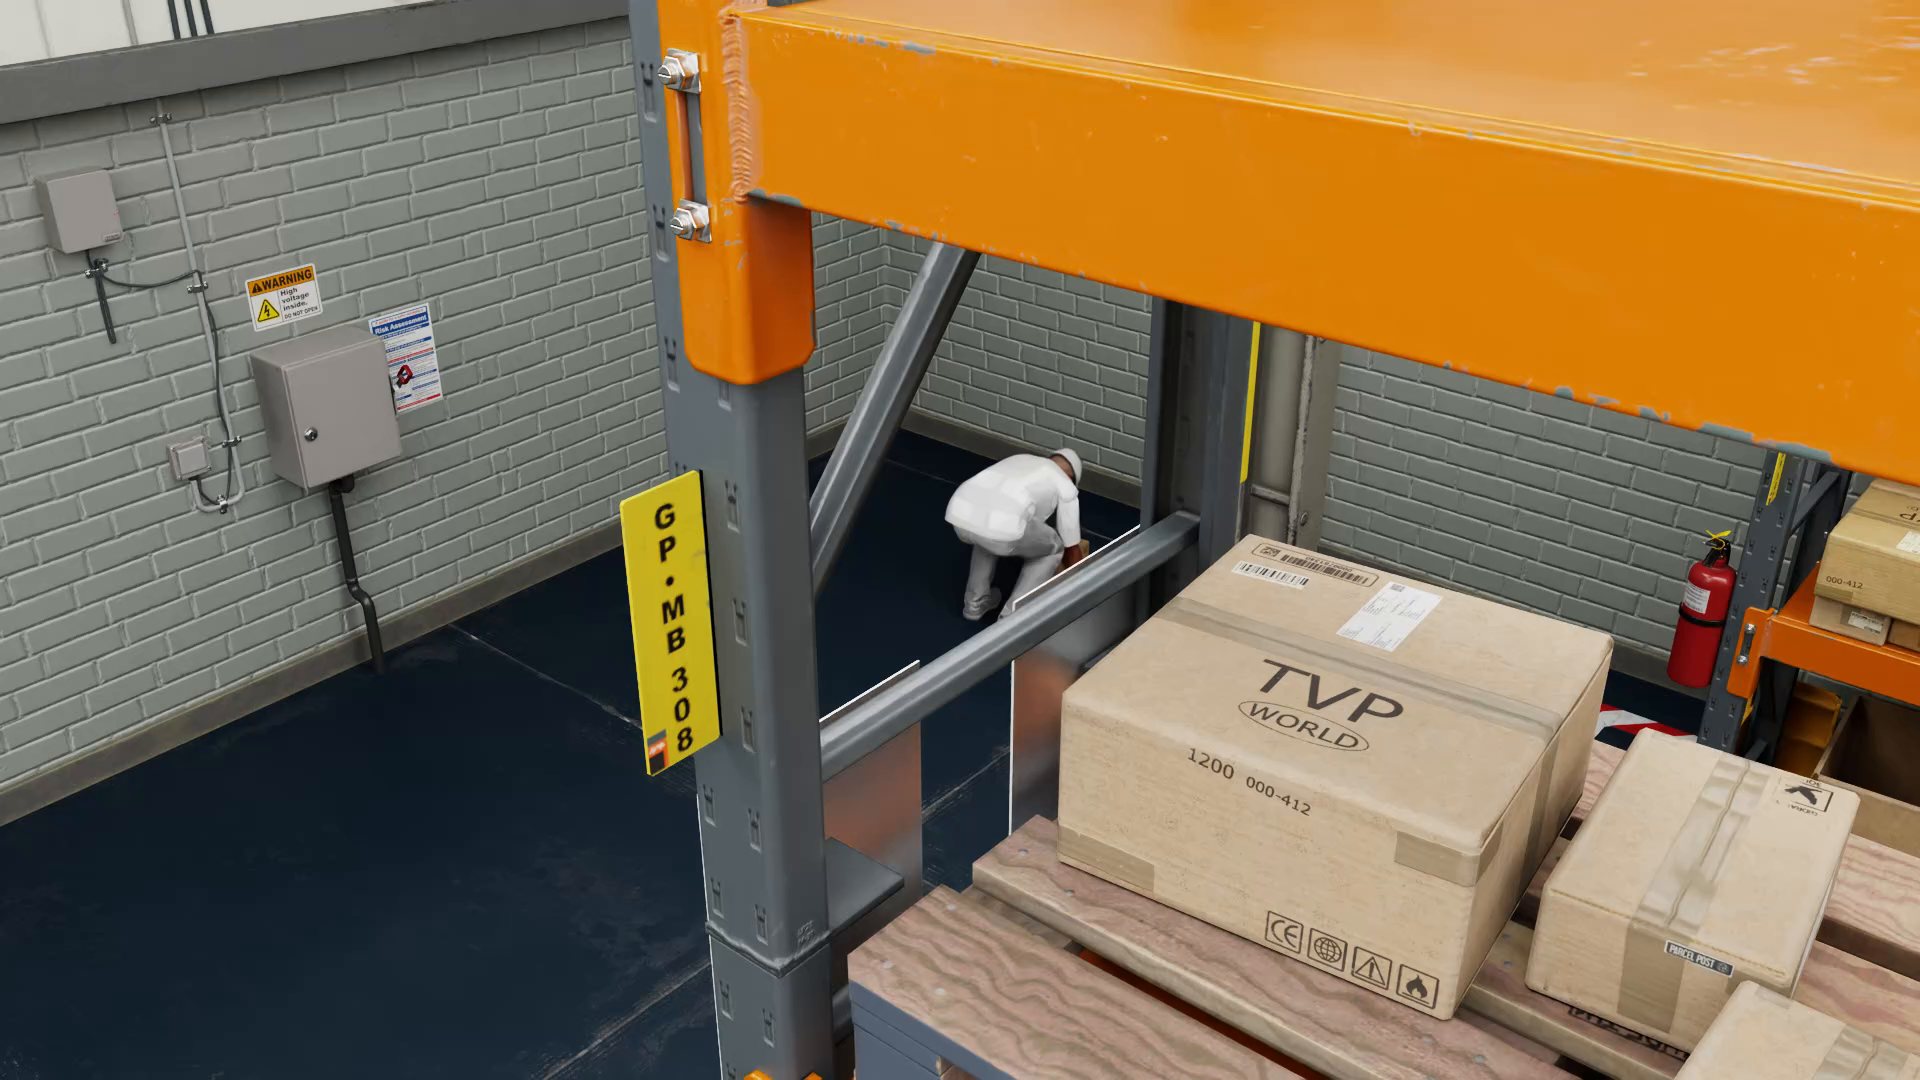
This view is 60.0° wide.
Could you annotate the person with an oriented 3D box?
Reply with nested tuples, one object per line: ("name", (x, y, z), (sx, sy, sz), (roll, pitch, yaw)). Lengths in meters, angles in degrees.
("person", (0.321, -0.030, 8.663), (0.515, 0.874, 0.980), (19, 33, 33))
